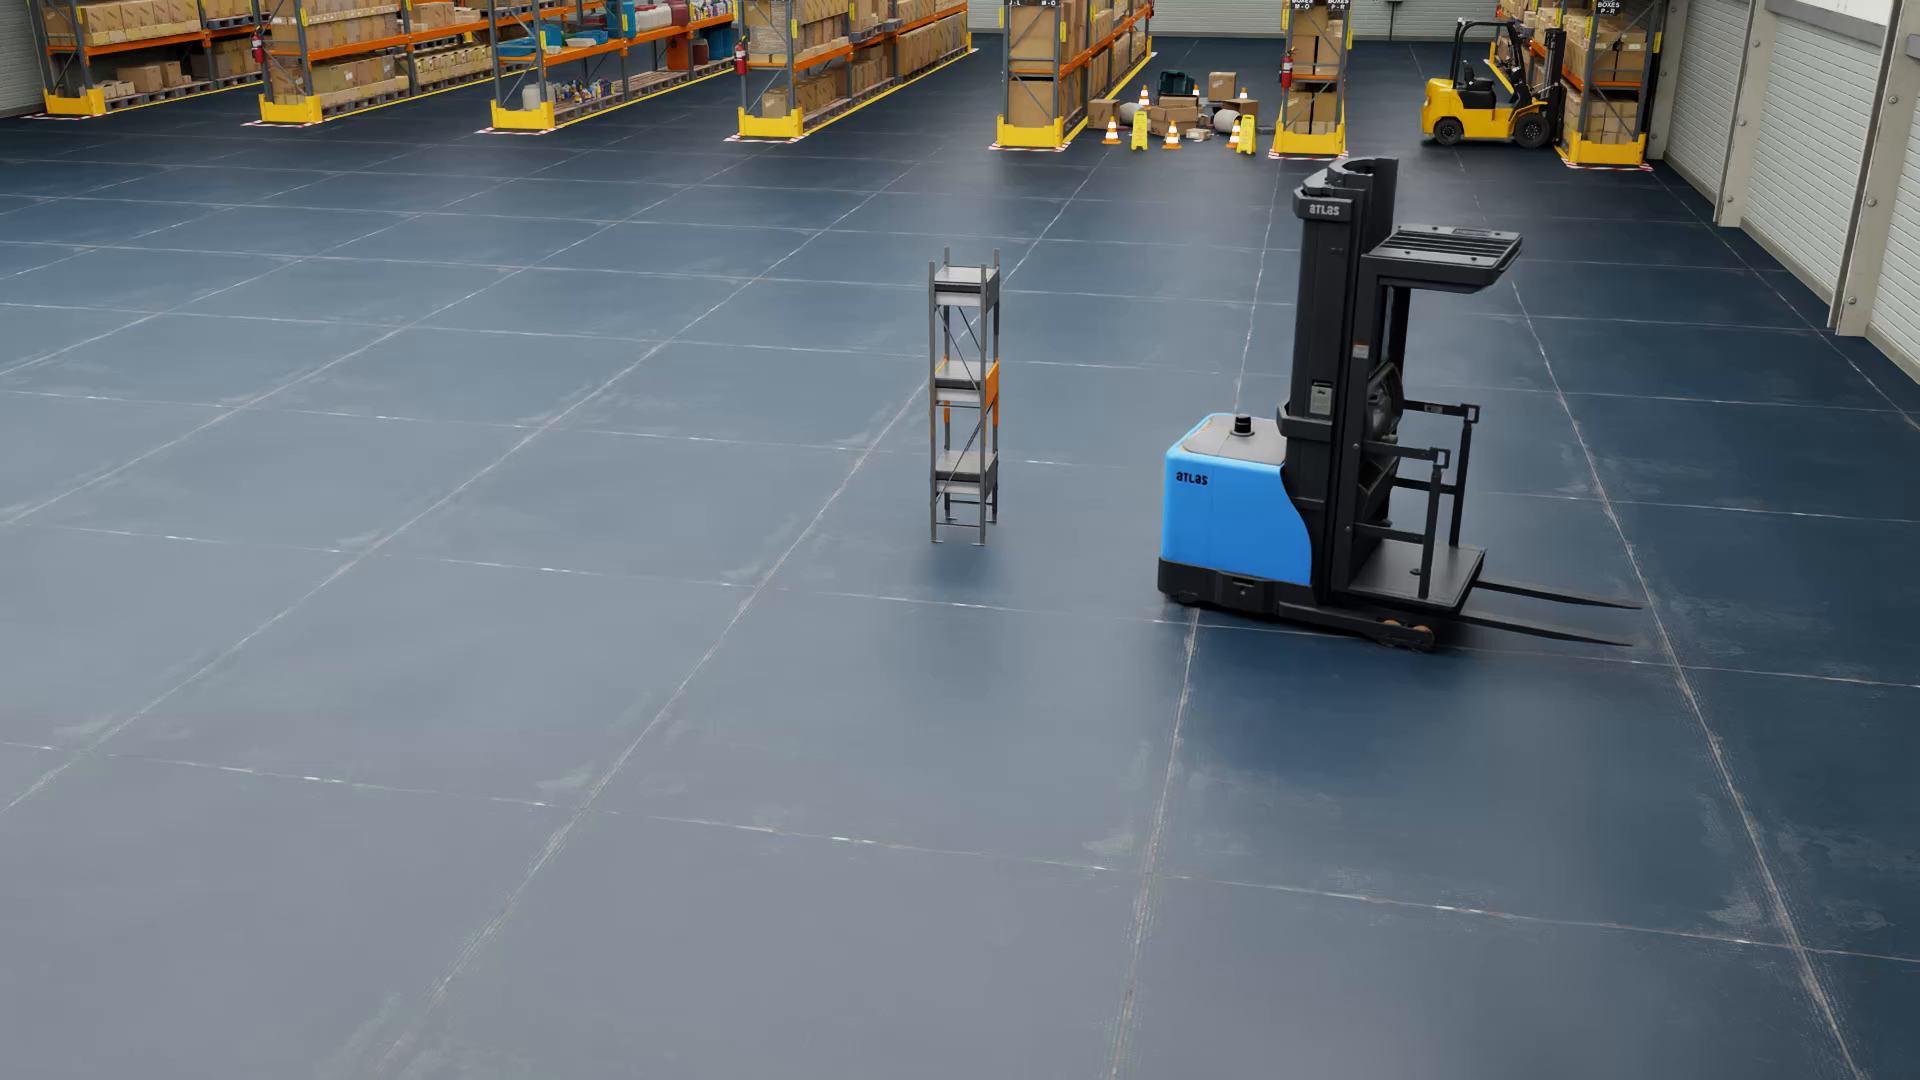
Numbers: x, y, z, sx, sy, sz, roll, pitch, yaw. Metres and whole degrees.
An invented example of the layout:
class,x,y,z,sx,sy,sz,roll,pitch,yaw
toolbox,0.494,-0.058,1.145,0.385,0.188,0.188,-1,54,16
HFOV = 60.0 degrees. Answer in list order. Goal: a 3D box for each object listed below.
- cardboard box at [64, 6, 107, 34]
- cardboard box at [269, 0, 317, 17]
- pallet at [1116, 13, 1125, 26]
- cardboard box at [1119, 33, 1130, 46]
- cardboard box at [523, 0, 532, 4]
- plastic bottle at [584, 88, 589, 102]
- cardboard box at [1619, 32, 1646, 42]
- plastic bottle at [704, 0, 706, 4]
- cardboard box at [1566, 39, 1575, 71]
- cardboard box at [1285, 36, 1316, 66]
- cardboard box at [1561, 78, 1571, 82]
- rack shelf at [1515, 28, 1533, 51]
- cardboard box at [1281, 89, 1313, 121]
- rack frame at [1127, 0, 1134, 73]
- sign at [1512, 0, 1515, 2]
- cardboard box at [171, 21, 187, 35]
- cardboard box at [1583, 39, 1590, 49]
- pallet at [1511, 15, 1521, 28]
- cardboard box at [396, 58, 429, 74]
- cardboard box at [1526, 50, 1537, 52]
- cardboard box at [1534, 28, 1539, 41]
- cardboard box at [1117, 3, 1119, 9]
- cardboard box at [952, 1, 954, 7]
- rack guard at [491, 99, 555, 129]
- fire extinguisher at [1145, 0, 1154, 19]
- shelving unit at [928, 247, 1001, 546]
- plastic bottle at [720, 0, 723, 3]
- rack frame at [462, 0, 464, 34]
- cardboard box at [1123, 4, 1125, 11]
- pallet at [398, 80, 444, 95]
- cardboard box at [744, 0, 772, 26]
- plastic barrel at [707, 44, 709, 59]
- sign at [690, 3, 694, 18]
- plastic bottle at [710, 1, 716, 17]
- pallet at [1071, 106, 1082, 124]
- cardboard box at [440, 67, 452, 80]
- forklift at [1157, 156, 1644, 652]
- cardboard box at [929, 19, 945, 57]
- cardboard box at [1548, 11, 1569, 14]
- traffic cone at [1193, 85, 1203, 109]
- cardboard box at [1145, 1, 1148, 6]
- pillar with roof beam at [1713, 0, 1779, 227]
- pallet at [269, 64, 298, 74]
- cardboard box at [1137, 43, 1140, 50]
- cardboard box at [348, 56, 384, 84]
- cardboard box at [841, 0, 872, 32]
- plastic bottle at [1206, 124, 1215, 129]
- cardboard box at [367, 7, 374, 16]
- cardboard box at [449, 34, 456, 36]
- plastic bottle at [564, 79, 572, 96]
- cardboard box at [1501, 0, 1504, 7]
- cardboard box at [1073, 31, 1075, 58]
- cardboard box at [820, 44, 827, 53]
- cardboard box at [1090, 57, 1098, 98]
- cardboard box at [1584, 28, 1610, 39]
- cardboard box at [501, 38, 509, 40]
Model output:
class,x,y,z,sx,sy,sz,roll,pitch,yaw
cardboard box,-17.719,-10.551,33.706,0.500,0.500,0.500,4,22,11
cardboard box,-13.142,-10.573,32.720,0.700,0.500,0.500,5,22,11
pallet,3.268,-12.128,38.708,1.003,0.211,1.213,4,22,11
cardboard box,3.816,-12.044,40.023,0.500,0.250,0.500,4,22,9
cardboard box,-11.112,-13.714,41.695,0.700,0.500,0.500,-1,22,-3
plastic bottle,-7.647,-9.096,33.987,0.097,0.271,0.097,0,22,0
cardboard box,11.276,-8.438,27.890,0.380,0.149,0.250,4,22,10
plastic bottle,-6.483,-13.541,42.116,0.061,0.283,0.133,4,22,11
cardboard box,11.153,-8.654,29.692,0.500,0.500,0.500,5,22,11
cardboard box,5.979,-8.627,29.228,0.500,0.500,0.500,4,22,10
cardboard box,11.408,-8.539,31.322,0.500,0.250,0.500,4,22,10
rack shelf,13.039,-11.170,37.036,1.077,0.370,4.000,4,22,11
cardboard box,6.046,-7.804,29.829,0.500,0.500,0.500,5,22,11
rack frame,3.720,-12.952,40.499,1.000,3.000,0.127,4,22,11
sign,12.914,-12.675,38.652,0.100,0.325,0.005,4,22,11
cardboard box,-17.204,-11.136,36.164,0.500,0.250,0.500,5,22,11
cardboard box,10.818,-8.438,28.287,0.380,0.149,0.250,5,22,12
pallet,13.177,-11.862,38.049,1.003,0.211,1.213,4,22,11
cardboard box,-12.116,-10.510,36.802,0.500,0.311,0.500,5,22,11
cardboard box,12.881,-10.877,37.262,0.380,0.149,0.250,5,22,11
cardboard box,12.301,-10.559,34.757,0.500,0.250,0.500,5,22,11
cardboard box,3.461,-12.338,38.350,0.380,0.149,0.250,4,22,10
cardboard box,-0.361,-14.000,43.435,0.380,0.149,0.250,5,22,12
rack guard,-8.443,-8.228,32.115,1.175,0.500,0.348,4,22,11
fire extinguisher,5.040,-14.263,44.357,0.296,0.674,0.183,4,22,11
shelving unit,0.034,-1.035,12.112,0.431,2.100,0.503,4,22,11
plastic bottle,-5.972,-13.372,41.607,0.144,0.351,0.185,4,22,11
rack frame,-14.846,-15.963,47.975,1.000,3.000,0.127,4,22,11
cardboard box,3.728,-12.684,39.608,0.380,0.149,0.250,4,22,11
pallet,-12.332,-10.177,37.341,1.003,0.211,1.213,4,22,11
cardboard box,-3.693,-9.847,30.918,0.500,0.500,0.500,4,22,11
plastic barrel,-6.438,-12.130,41.224,0.421,0.512,0.421,0,22,0
sign,-6.240,-12.319,38.707,0.100,0.325,0.005,4,22,11
plastic bottle,-6.055,-12.958,40.580,0.144,0.351,0.185,4,22,11
pallet,1.856,-8.461,33.080,1.003,0.211,1.213,4,22,11
cardboard box,-11.911,-10.623,37.833,0.500,0.250,0.500,4,22,9
forklift,2.899,-0.871,10.594,3.031,2.935,1.130,10,24,24
cardboard box,-0.902,-12.812,42.432,0.875,0.875,0.875,4,22,11
cardboard box,12.134,-10.641,33.758,0.380,0.149,0.250,5,22,11
traffic cone,4.917,-9.252,34.707,0.336,0.463,0.334,4,22,11
cardboard box,4.747,-14.158,43.829,0.380,0.149,0.250,4,22,11
pillar with roof beam,6.584,-8.949,22.528,9.100,9.000,0.400,4,22,11
pallet,-16.639,-11.458,40.522,1.003,0.211,1.213,4,22,11
cardboard box,4.411,-12.635,42.567,0.380,0.149,0.250,5,22,11
cardboard box,-12.537,-9.914,35.070,0.500,0.500,0.500,4,22,11
cardboard box,-2.448,-11.195,34.770,1.000,1.000,1.000,5,22,11
plastic bottle,4.855,-7.994,32.121,0.133,0.061,0.283,8,23,20
cardboard box,-12.499,-11.058,34.793,0.380,0.149,0.250,4,22,11
cardboard box,-14.891,-14.735,47.709,0.700,0.500,0.500,4,22,11
plastic bottle,-8.205,-9.462,34.789,0.144,0.351,0.185,4,22,9
cardboard box,13.804,-13.437,41.504,0.500,0.250,0.500,5,22,11
cardboard box,1.699,-9.368,31.397,0.875,0.550,0.500,4,22,11
cardboard box,-2.824,-9.677,32.702,0.380,0.149,0.250,4,22,11
cardboard box,2.327,-9.764,35.032,1.050,0.750,0.750,4,22,11
cardboard box,10.912,-8.669,28.463,0.380,0.149,0.250,5,22,12
cardboard box,-11.561,-12.255,41.524,0.500,0.500,0.500,4,22,9
